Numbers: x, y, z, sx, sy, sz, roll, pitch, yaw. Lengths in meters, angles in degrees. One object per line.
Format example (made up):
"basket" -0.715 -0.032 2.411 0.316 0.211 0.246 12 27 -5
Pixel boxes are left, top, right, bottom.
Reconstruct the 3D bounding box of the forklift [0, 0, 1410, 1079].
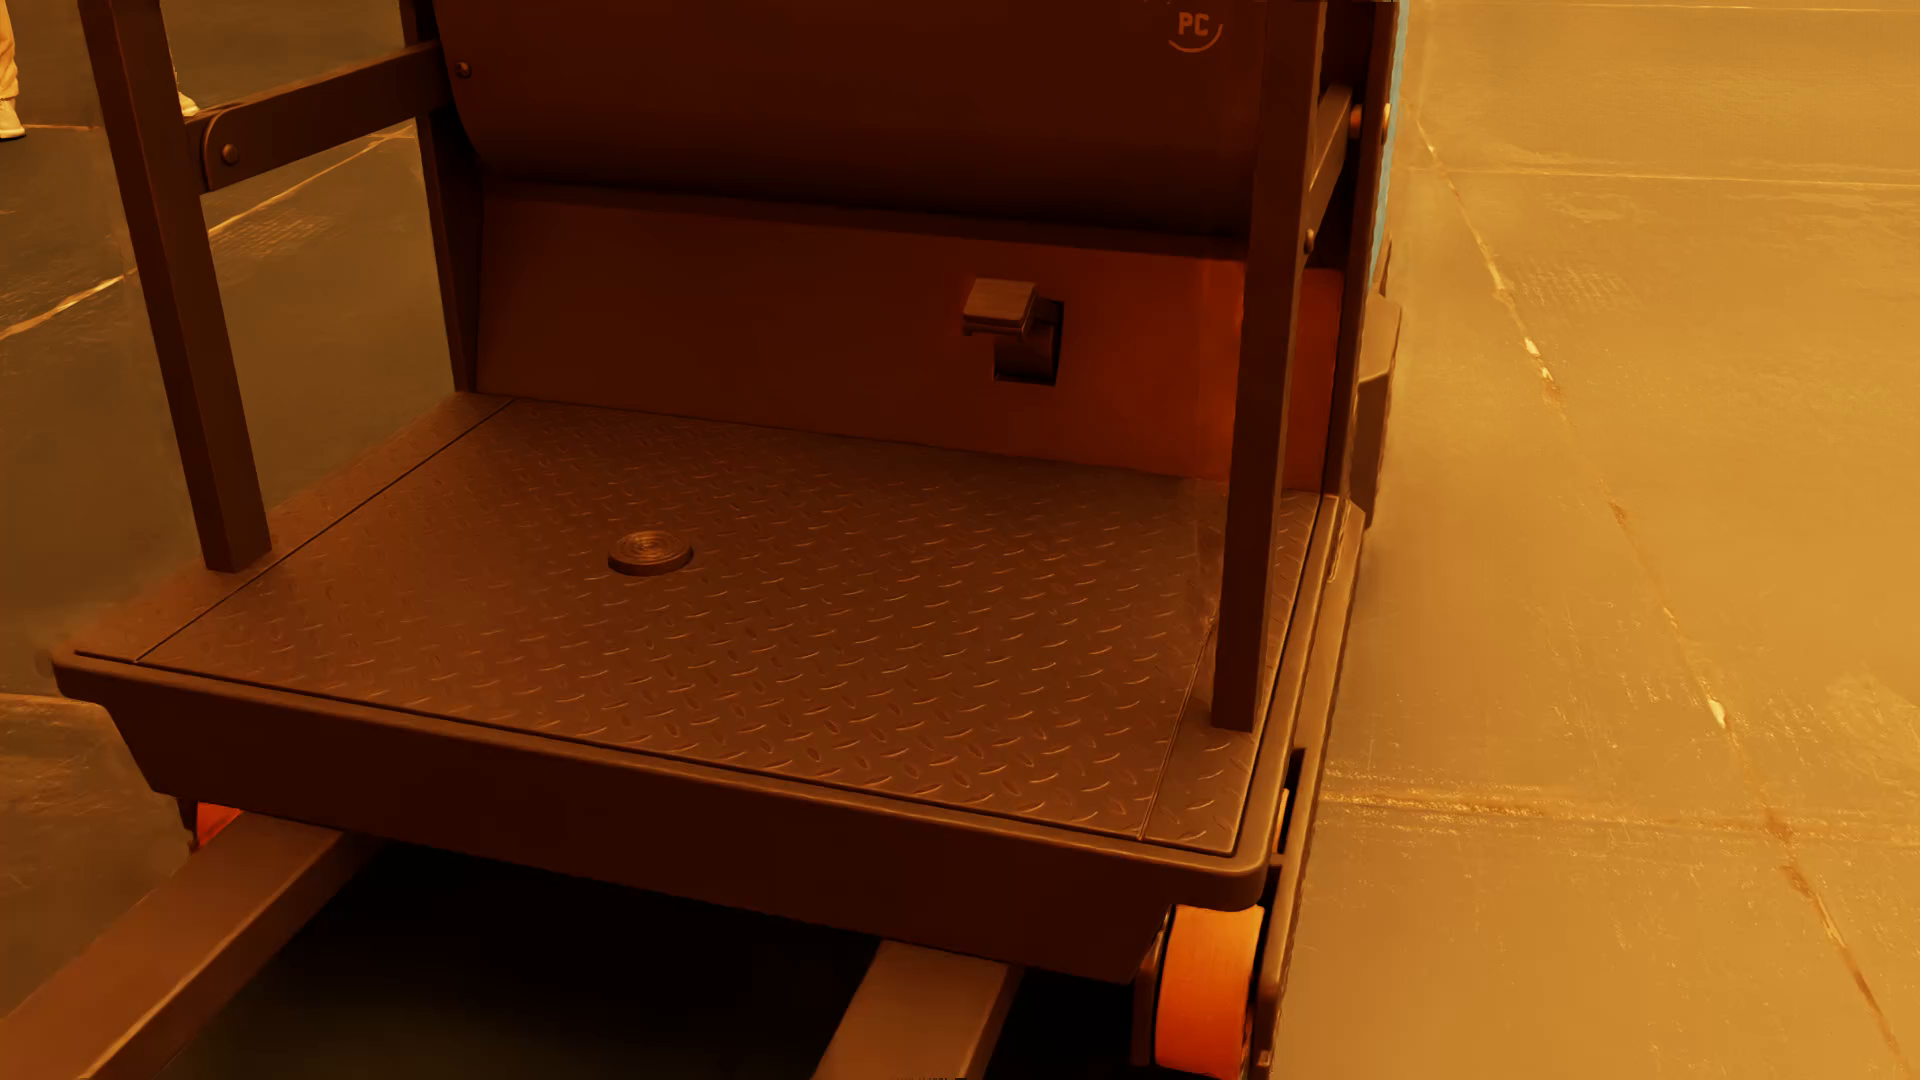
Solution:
"forklift" -0.167 -1.019 1.259 1.130 2.935 3.031 8 27 15

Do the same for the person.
"person" -2.705 -2.005 4.603 0.740 1.710 0.425 -23 34 -38
